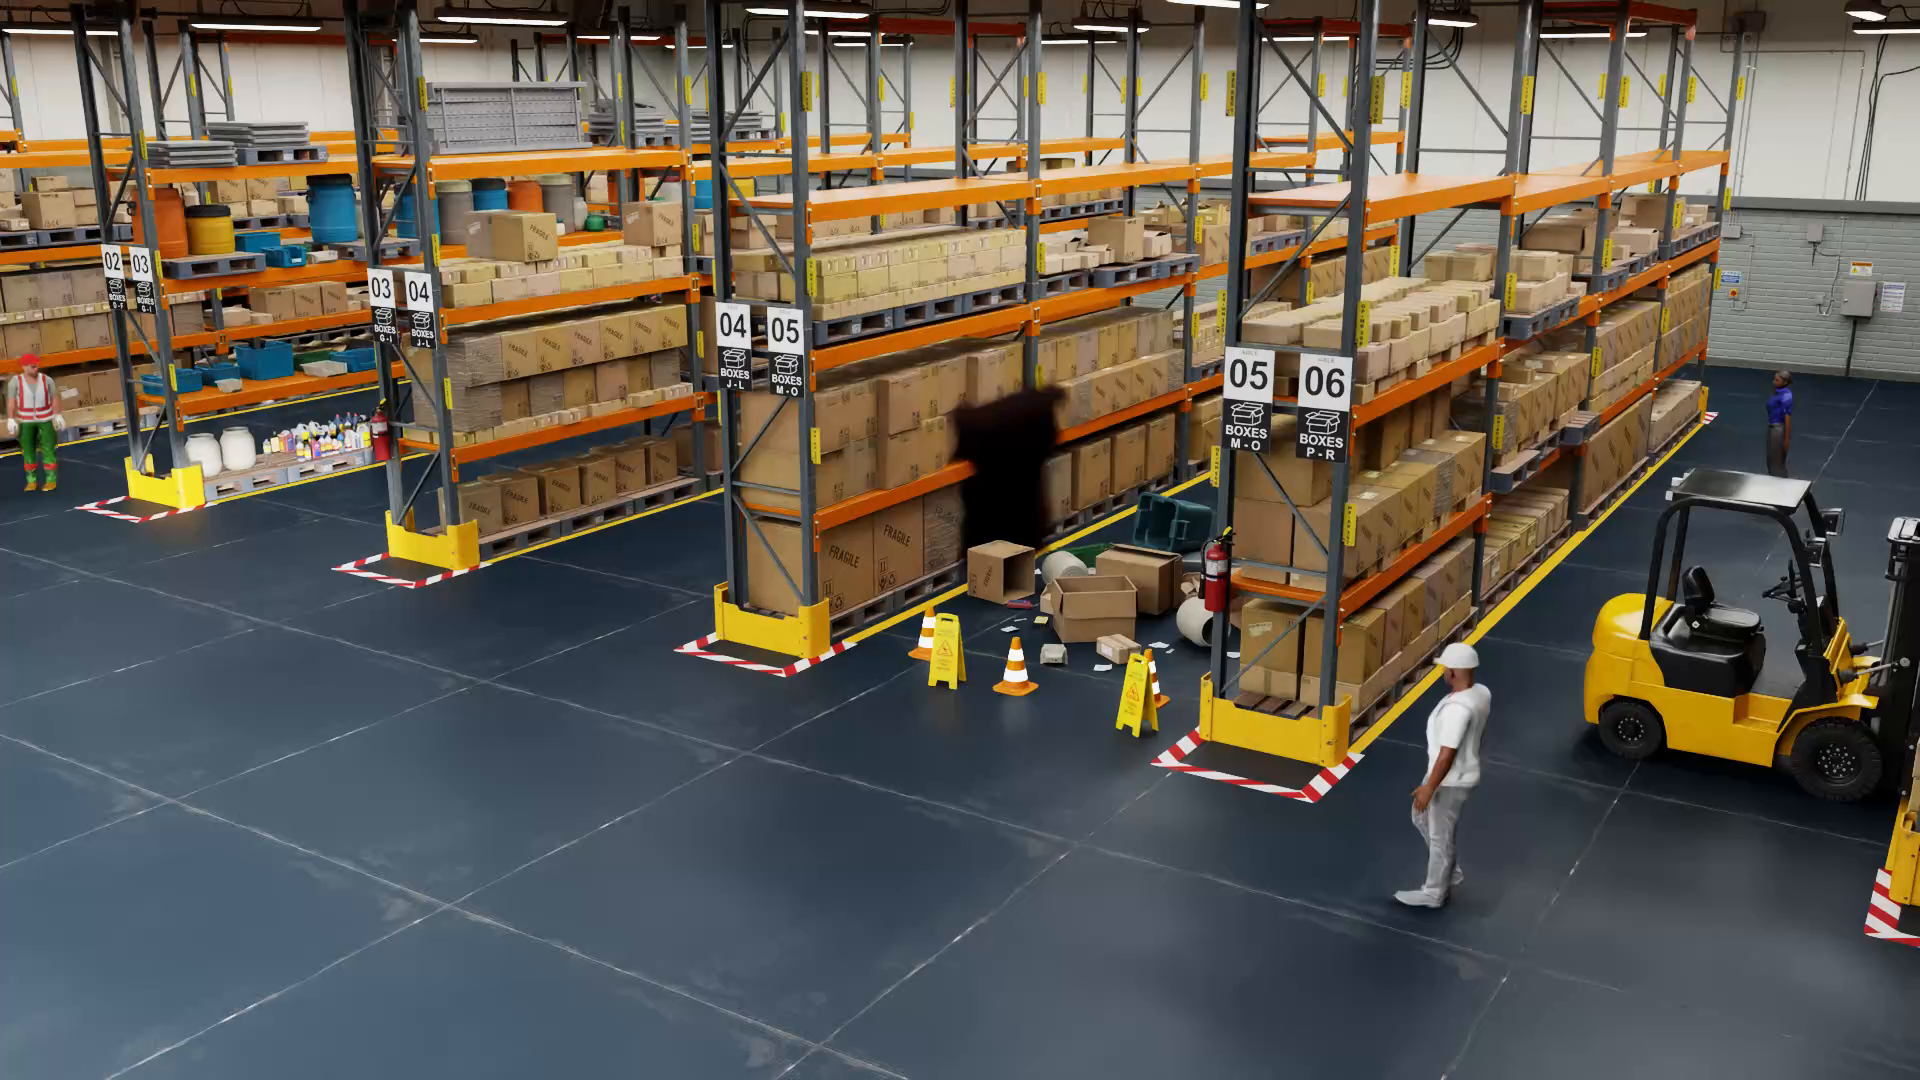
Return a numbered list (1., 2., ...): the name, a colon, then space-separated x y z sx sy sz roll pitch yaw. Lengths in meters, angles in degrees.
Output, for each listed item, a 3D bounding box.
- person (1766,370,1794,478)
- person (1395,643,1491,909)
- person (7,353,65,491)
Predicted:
1. person: 10.234 -1.270 20.818 0.367 1.598 0.502 10 19 32
2. person: 3.071 1.519 10.544 0.498 1.805 0.579 4 16 13
3. person: -11.852 -1.515 21.329 0.654 1.786 0.444 -7 17 -24
